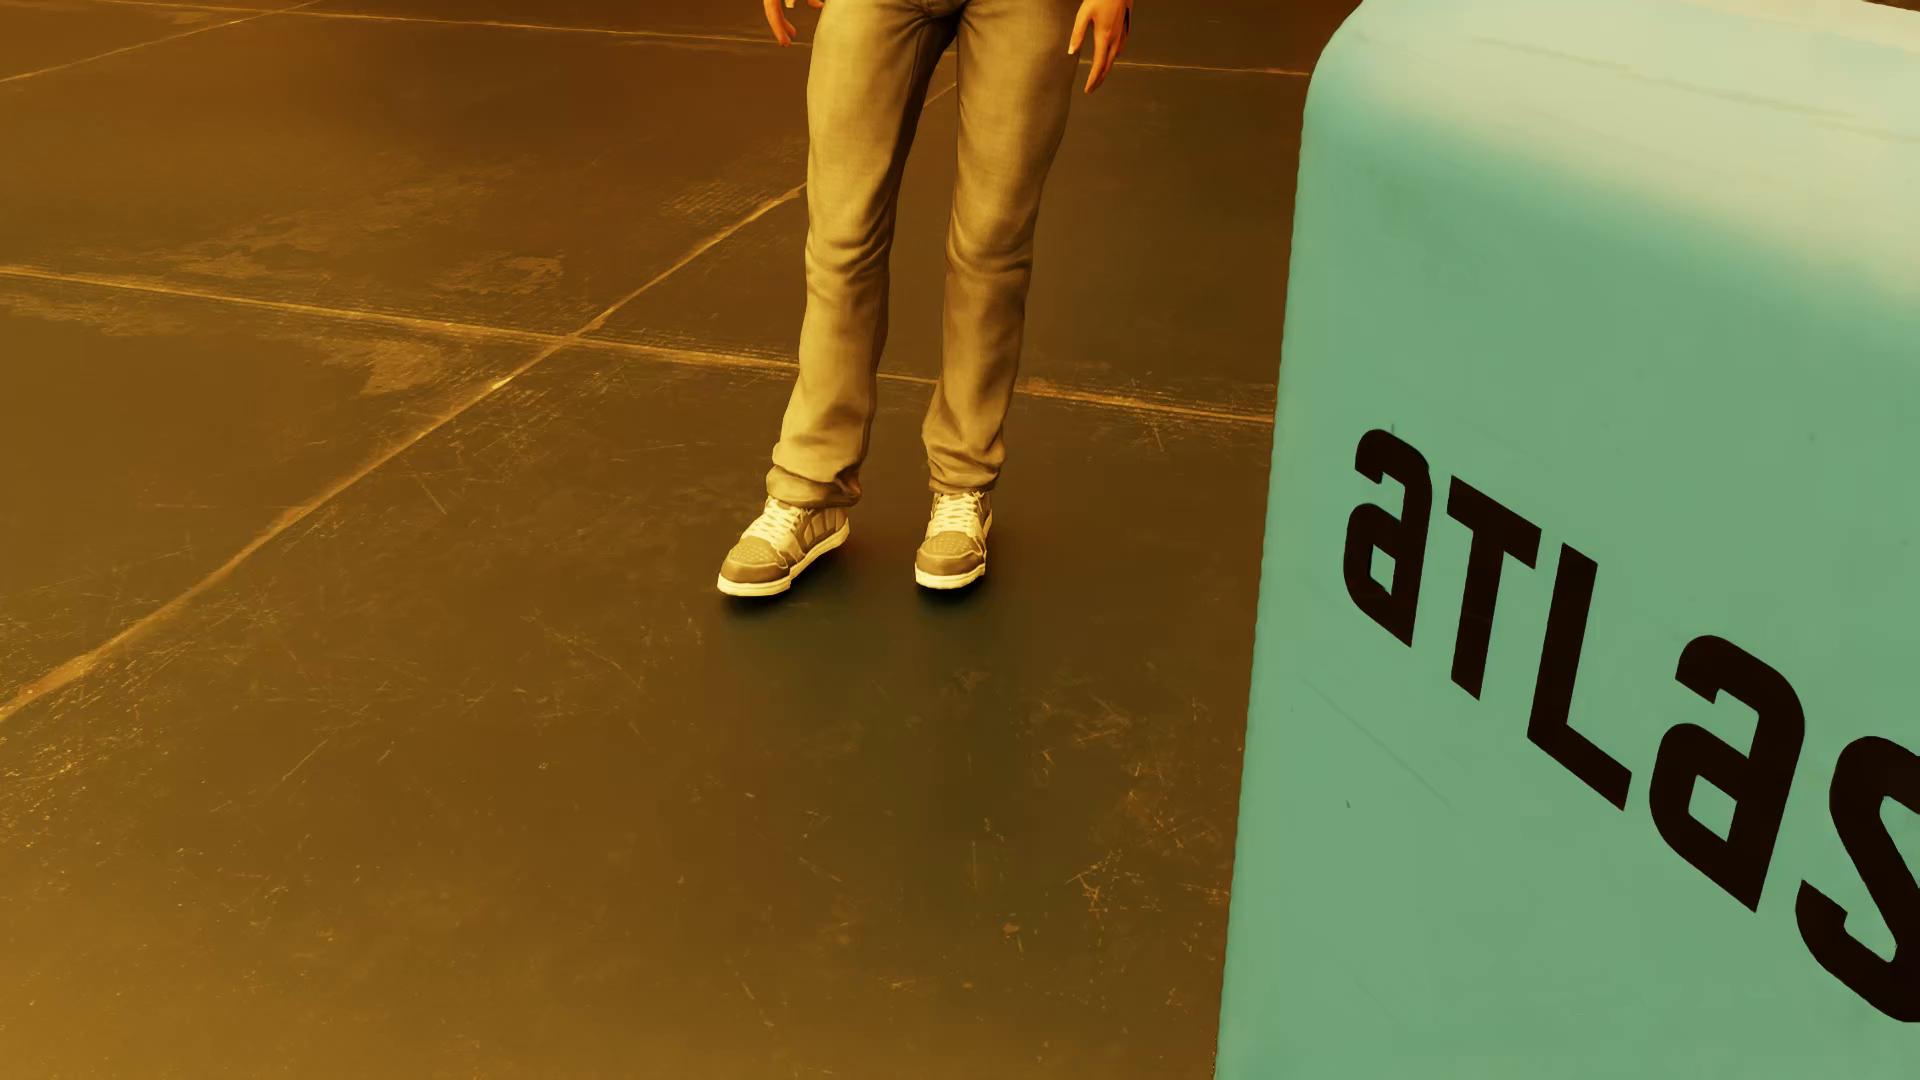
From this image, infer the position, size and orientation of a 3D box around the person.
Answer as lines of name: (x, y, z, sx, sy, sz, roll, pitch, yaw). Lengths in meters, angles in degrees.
person: (-0.036, -0.682, 2.078, 0.521, 1.582, 0.475, 8, 28, 16)
